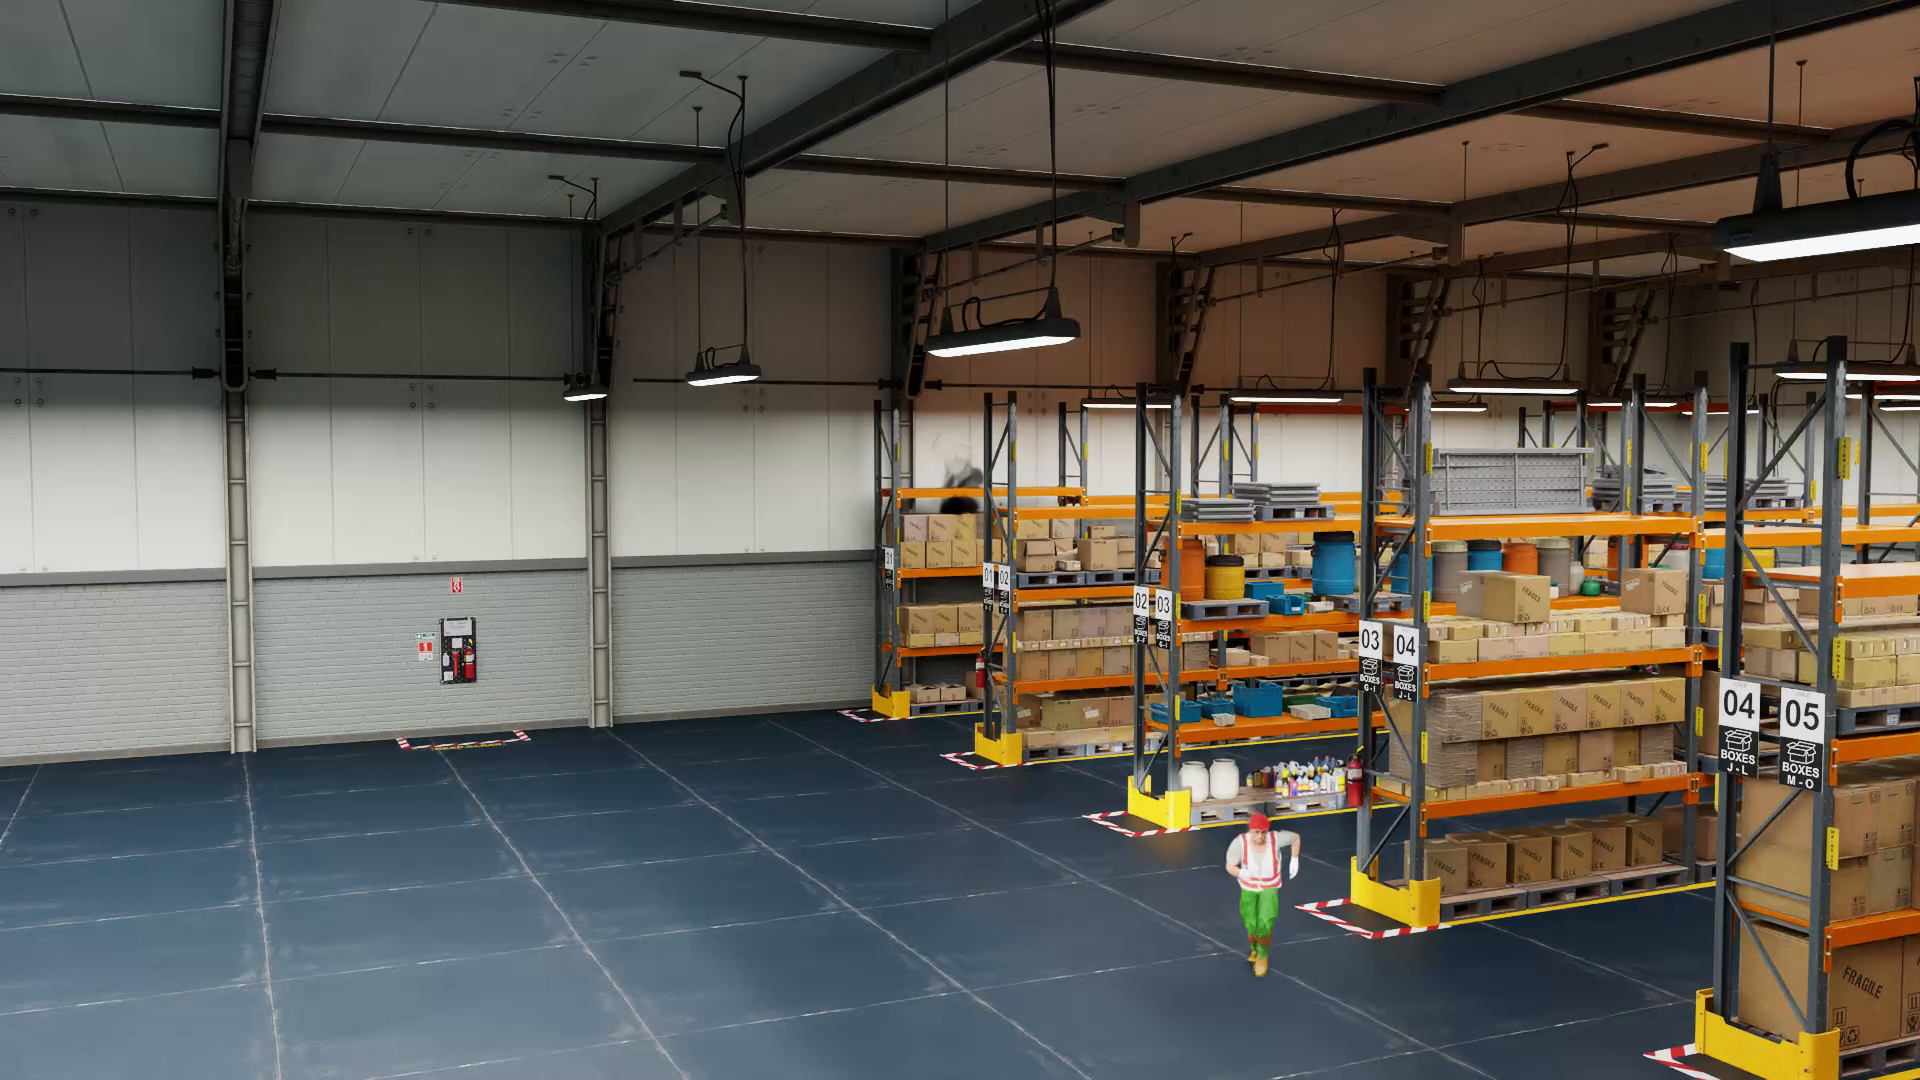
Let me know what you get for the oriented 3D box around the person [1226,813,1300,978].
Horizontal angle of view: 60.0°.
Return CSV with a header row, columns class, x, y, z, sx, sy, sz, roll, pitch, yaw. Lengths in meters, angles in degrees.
class,x,y,z,sx,sy,sz,roll,pitch,yaw
person,2.930,3.406,16.097,0.697,1.651,0.967,1,3,11
